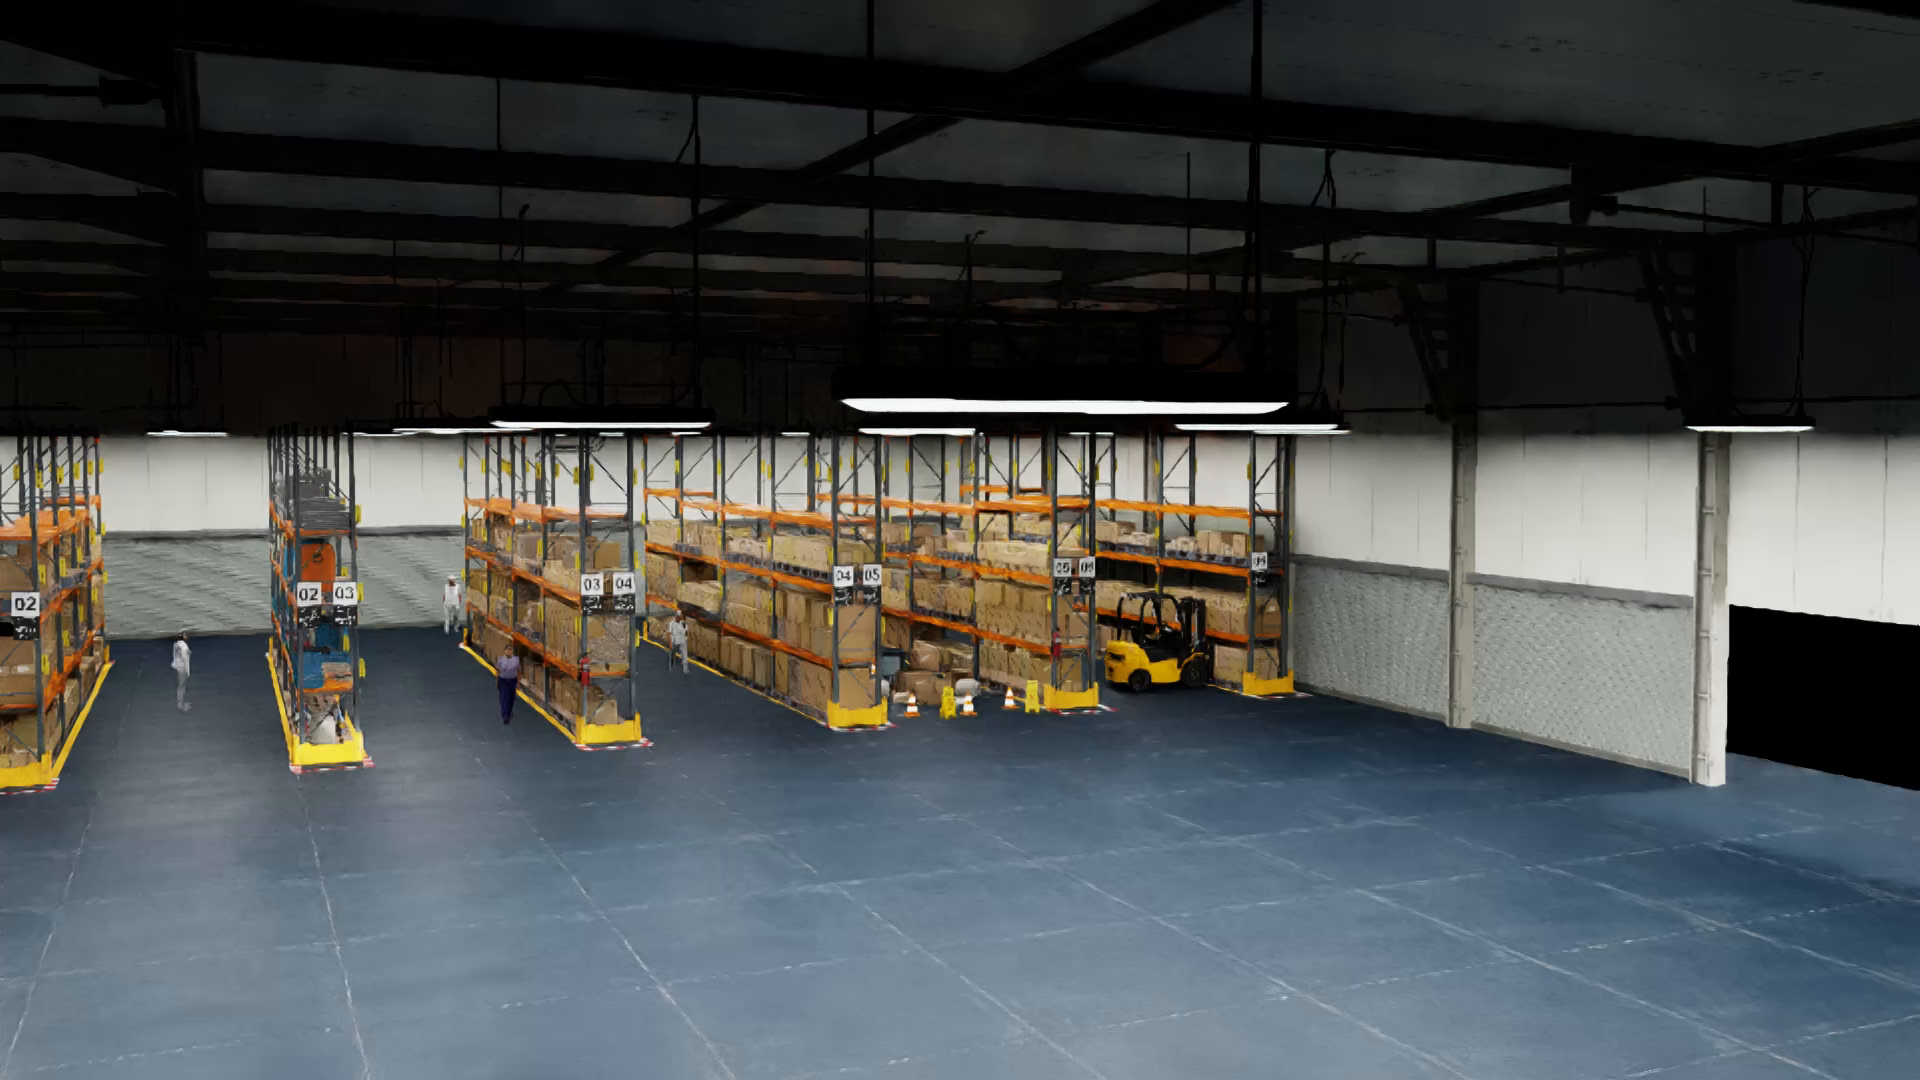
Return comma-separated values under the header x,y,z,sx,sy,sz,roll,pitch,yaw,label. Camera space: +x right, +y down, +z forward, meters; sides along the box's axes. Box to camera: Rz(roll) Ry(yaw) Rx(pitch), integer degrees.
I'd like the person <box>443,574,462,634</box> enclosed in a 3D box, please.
x,y,z,sx,sy,sz,roll,pitch,yaw,label
-14.892,1.867,48.784,0.555,1.721,1.024,-1,4,-15,person

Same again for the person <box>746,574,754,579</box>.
x,y,z,sx,sy,sz,roll,pitch,yaw,label
-6.267,1.849,50.192,0.514,1.639,0.549,2,4,31,person

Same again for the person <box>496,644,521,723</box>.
x,y,z,sx,sy,sz,roll,pitch,yaw,label
-9.120,2.870,33.647,0.478,1.567,1.093,-2,4,-26,person

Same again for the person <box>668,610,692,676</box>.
x,y,z,sx,sy,sz,roll,pitch,yaw,label
-6.815,2.463,40.195,0.497,1.583,1.090,-1,4,-21,person

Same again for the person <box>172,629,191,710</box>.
x,y,z,sx,sy,sz,roll,pitch,yaw,label
-16.407,2.723,35.134,0.553,1.684,0.426,3,4,39,person
